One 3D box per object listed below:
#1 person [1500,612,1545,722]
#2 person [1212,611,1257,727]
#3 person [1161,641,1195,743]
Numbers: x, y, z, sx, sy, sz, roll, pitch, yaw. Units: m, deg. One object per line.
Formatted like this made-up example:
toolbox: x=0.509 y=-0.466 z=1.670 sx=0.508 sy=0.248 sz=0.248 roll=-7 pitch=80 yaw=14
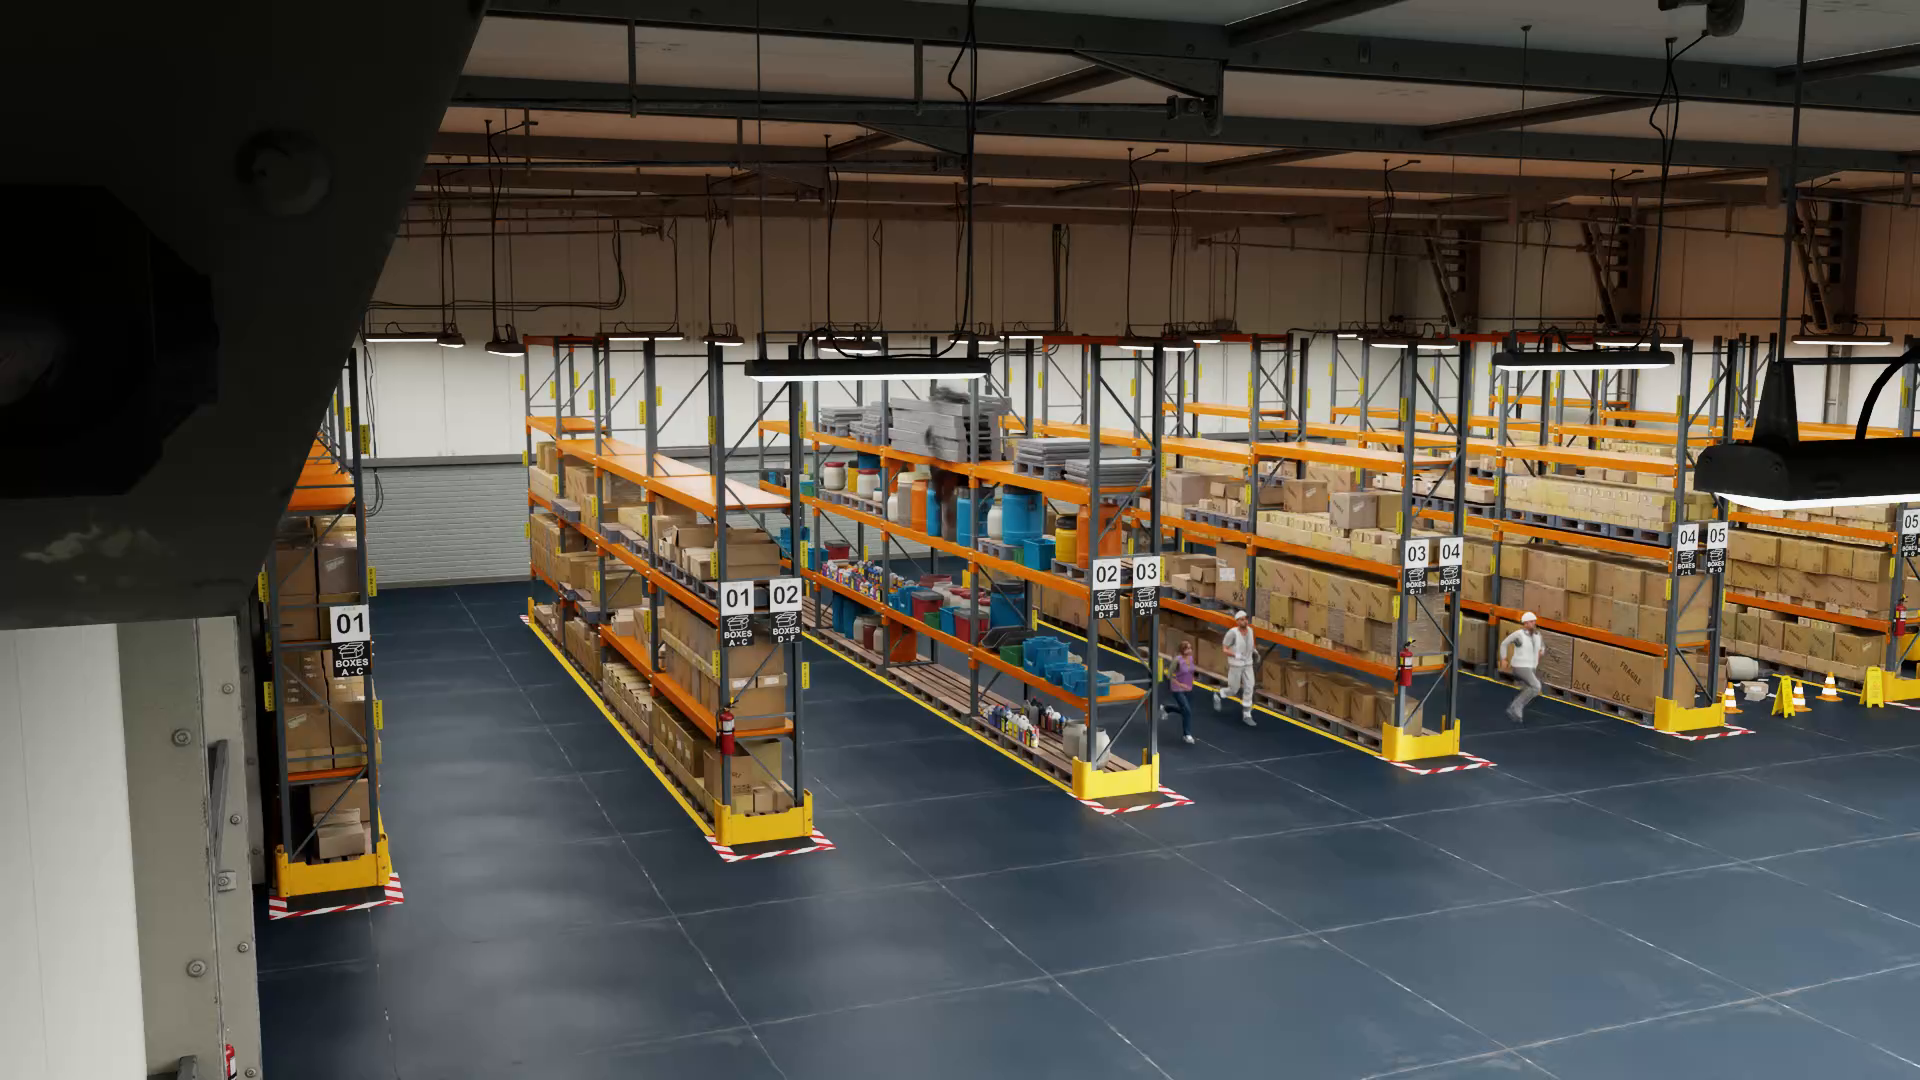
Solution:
person: x=8.925 y=2.000 z=26.217 sx=0.718 sy=1.734 sz=0.640 roll=-7 pitch=10 yaw=-41
person: x=4.389 y=1.980 z=26.179 sx=0.667 sy=1.786 sz=0.956 roll=-4 pitch=8 yaw=-25
person: x=3.282 y=2.259 z=25.084 sx=0.565 sy=1.567 sz=0.680 roll=-6 pitch=10 yaw=-40
